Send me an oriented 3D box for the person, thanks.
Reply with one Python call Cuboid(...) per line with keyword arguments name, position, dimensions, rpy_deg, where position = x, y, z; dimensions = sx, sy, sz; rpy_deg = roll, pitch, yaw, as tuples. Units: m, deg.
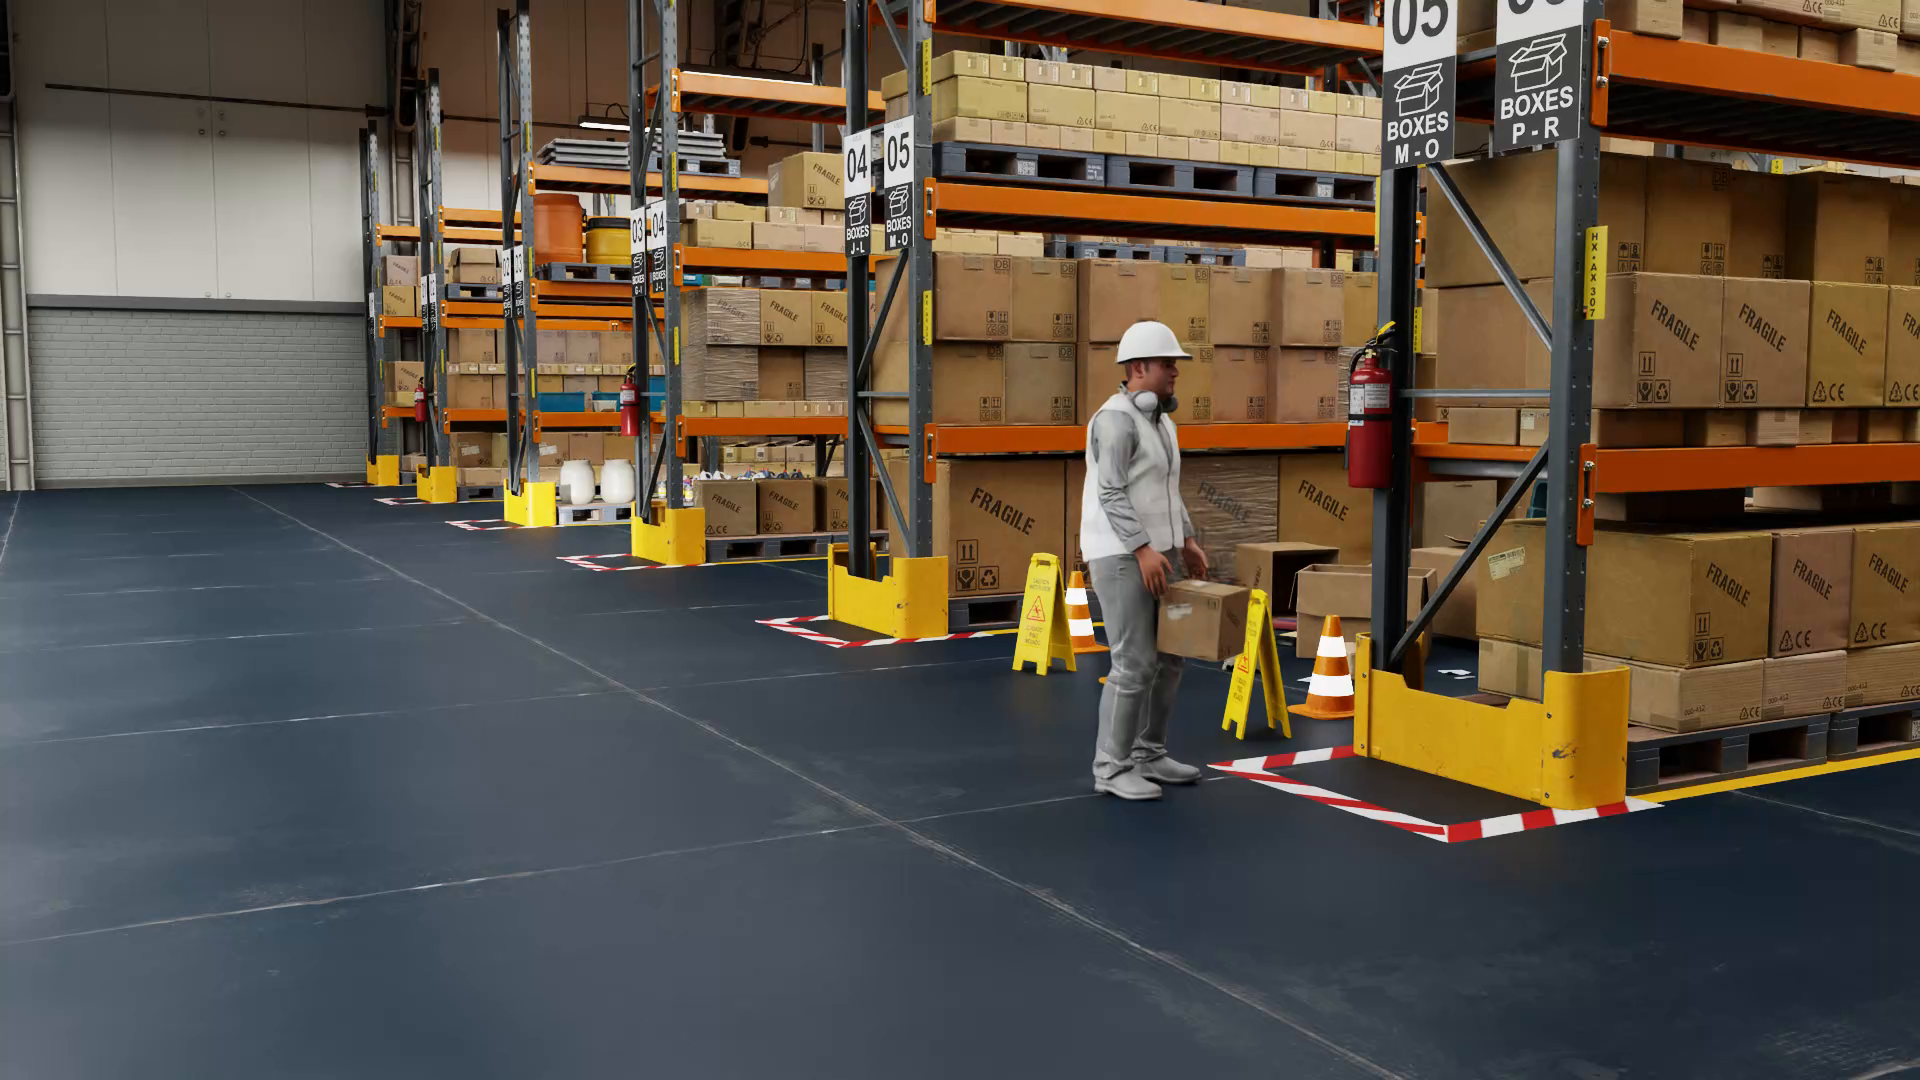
Cuboid(name="person", position=(0.689, 0.061, 6.353), dimensions=(0.434, 1.778, 0.553), rpy_deg=(3, 6, 32))
